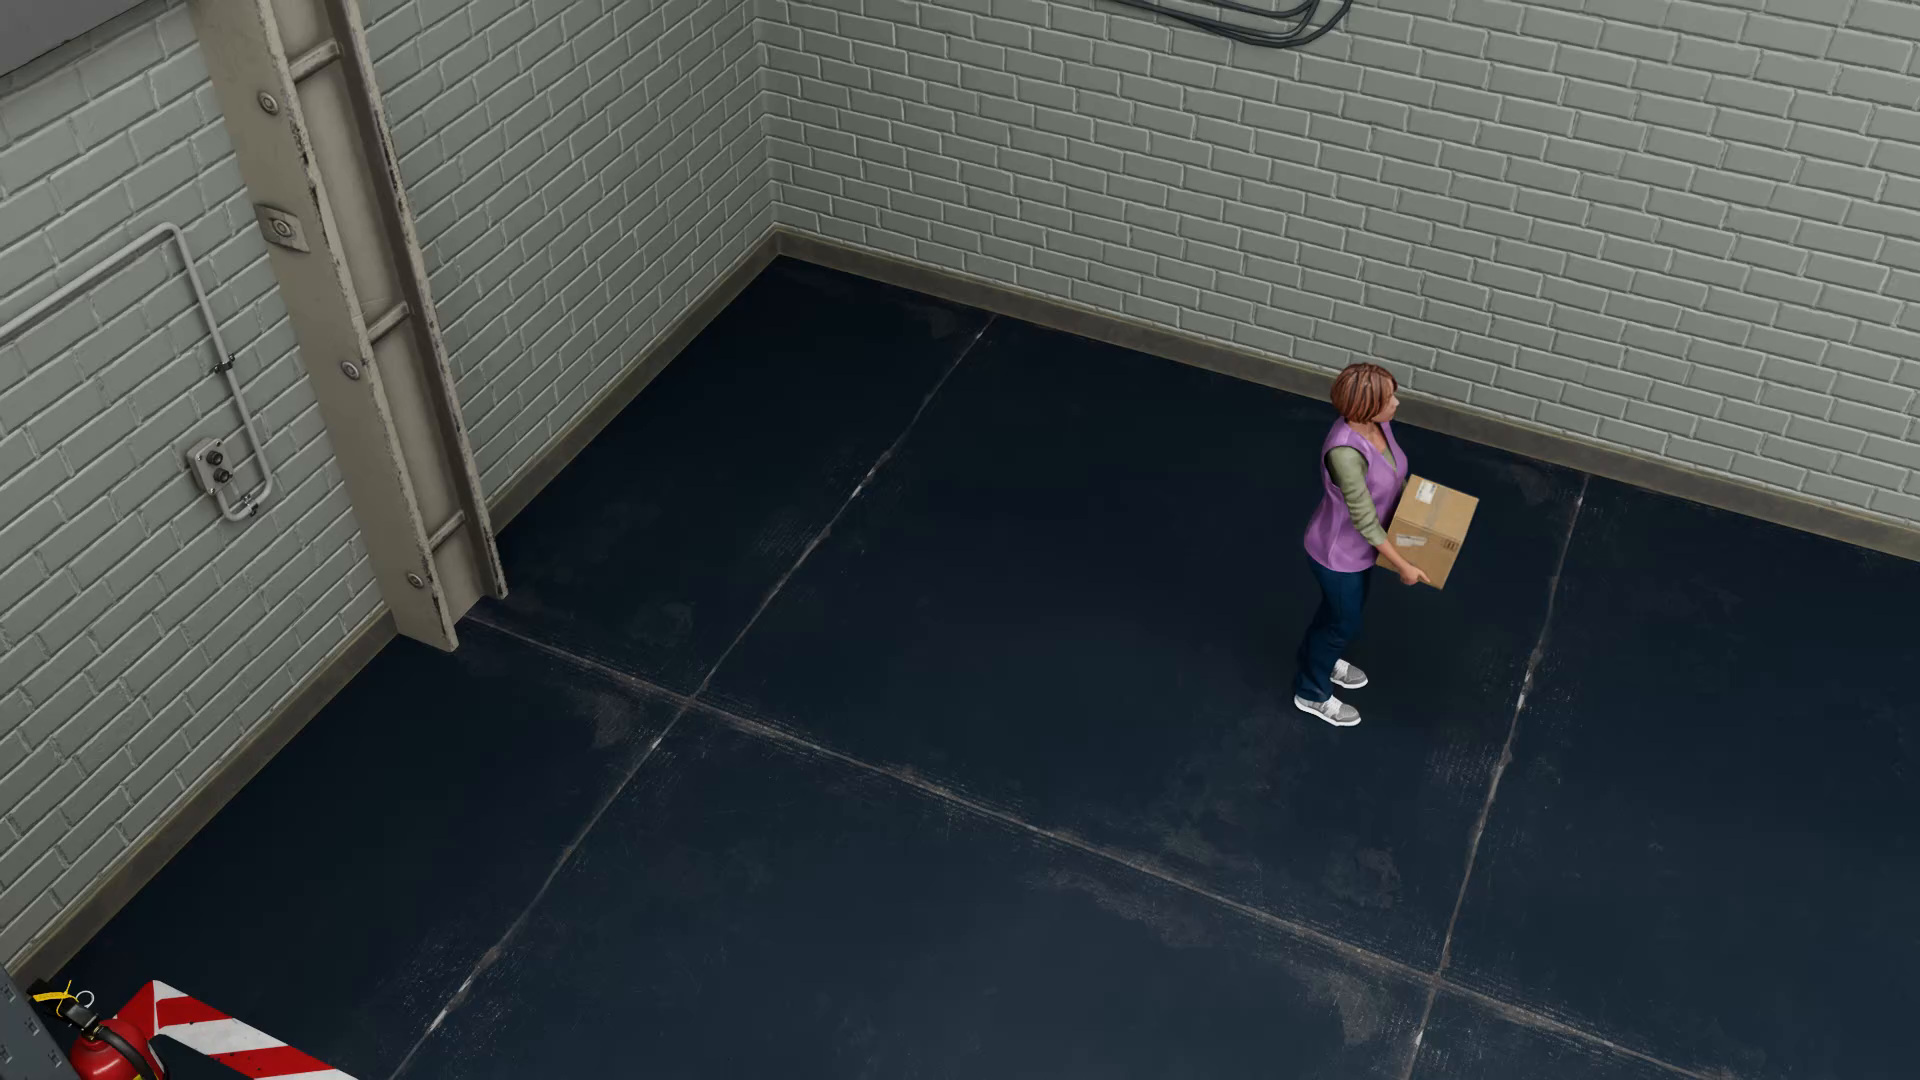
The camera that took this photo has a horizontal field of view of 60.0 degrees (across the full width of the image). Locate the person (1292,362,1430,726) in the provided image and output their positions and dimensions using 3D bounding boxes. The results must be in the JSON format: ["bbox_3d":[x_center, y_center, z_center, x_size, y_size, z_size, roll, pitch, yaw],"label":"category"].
[{"bbox_3d":[1.508,0.043,6.126,0.492,1.588,0.406,18,45,18],"label":"person"}]
